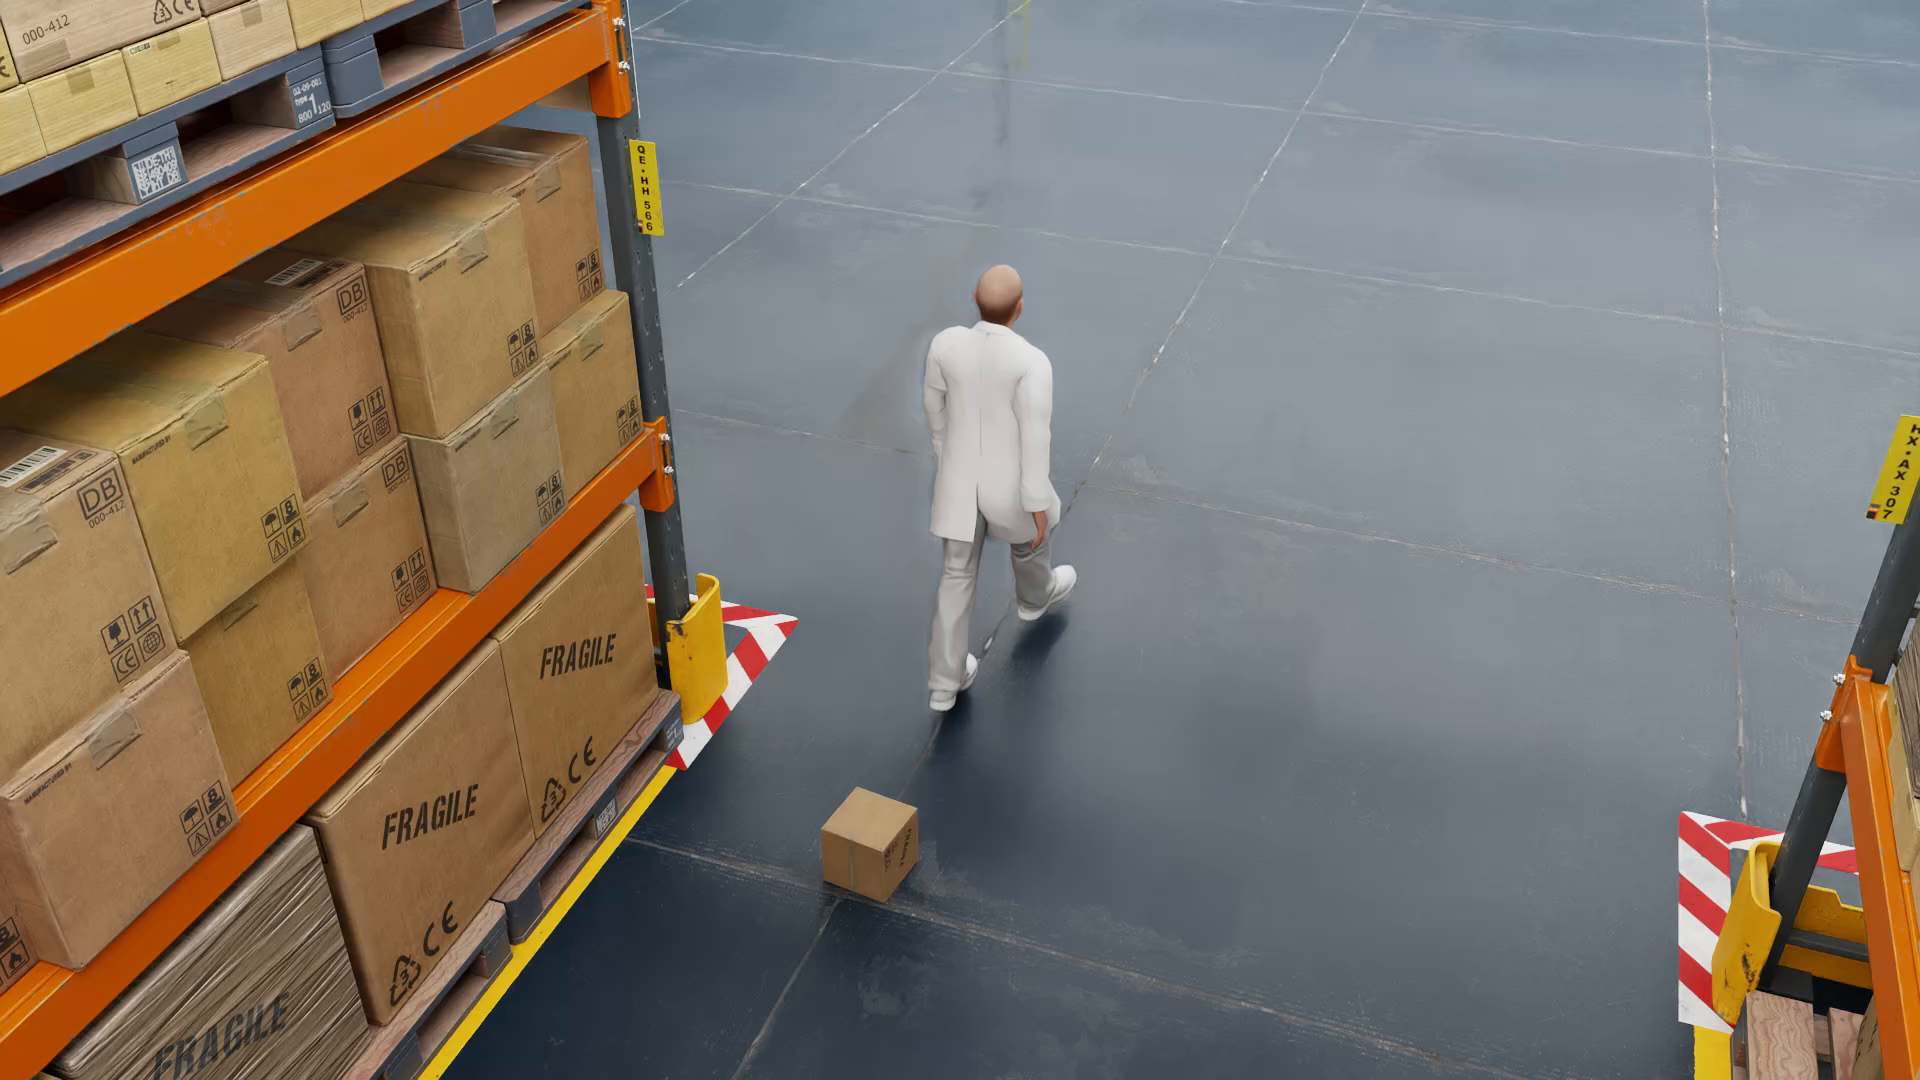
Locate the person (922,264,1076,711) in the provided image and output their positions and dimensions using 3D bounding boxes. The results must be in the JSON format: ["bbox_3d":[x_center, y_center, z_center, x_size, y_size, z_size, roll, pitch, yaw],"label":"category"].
[{"bbox_3d":[0.135,-0.279,6.580,0.610,1.710,1.127,13,35,19],"label":"person"}]
